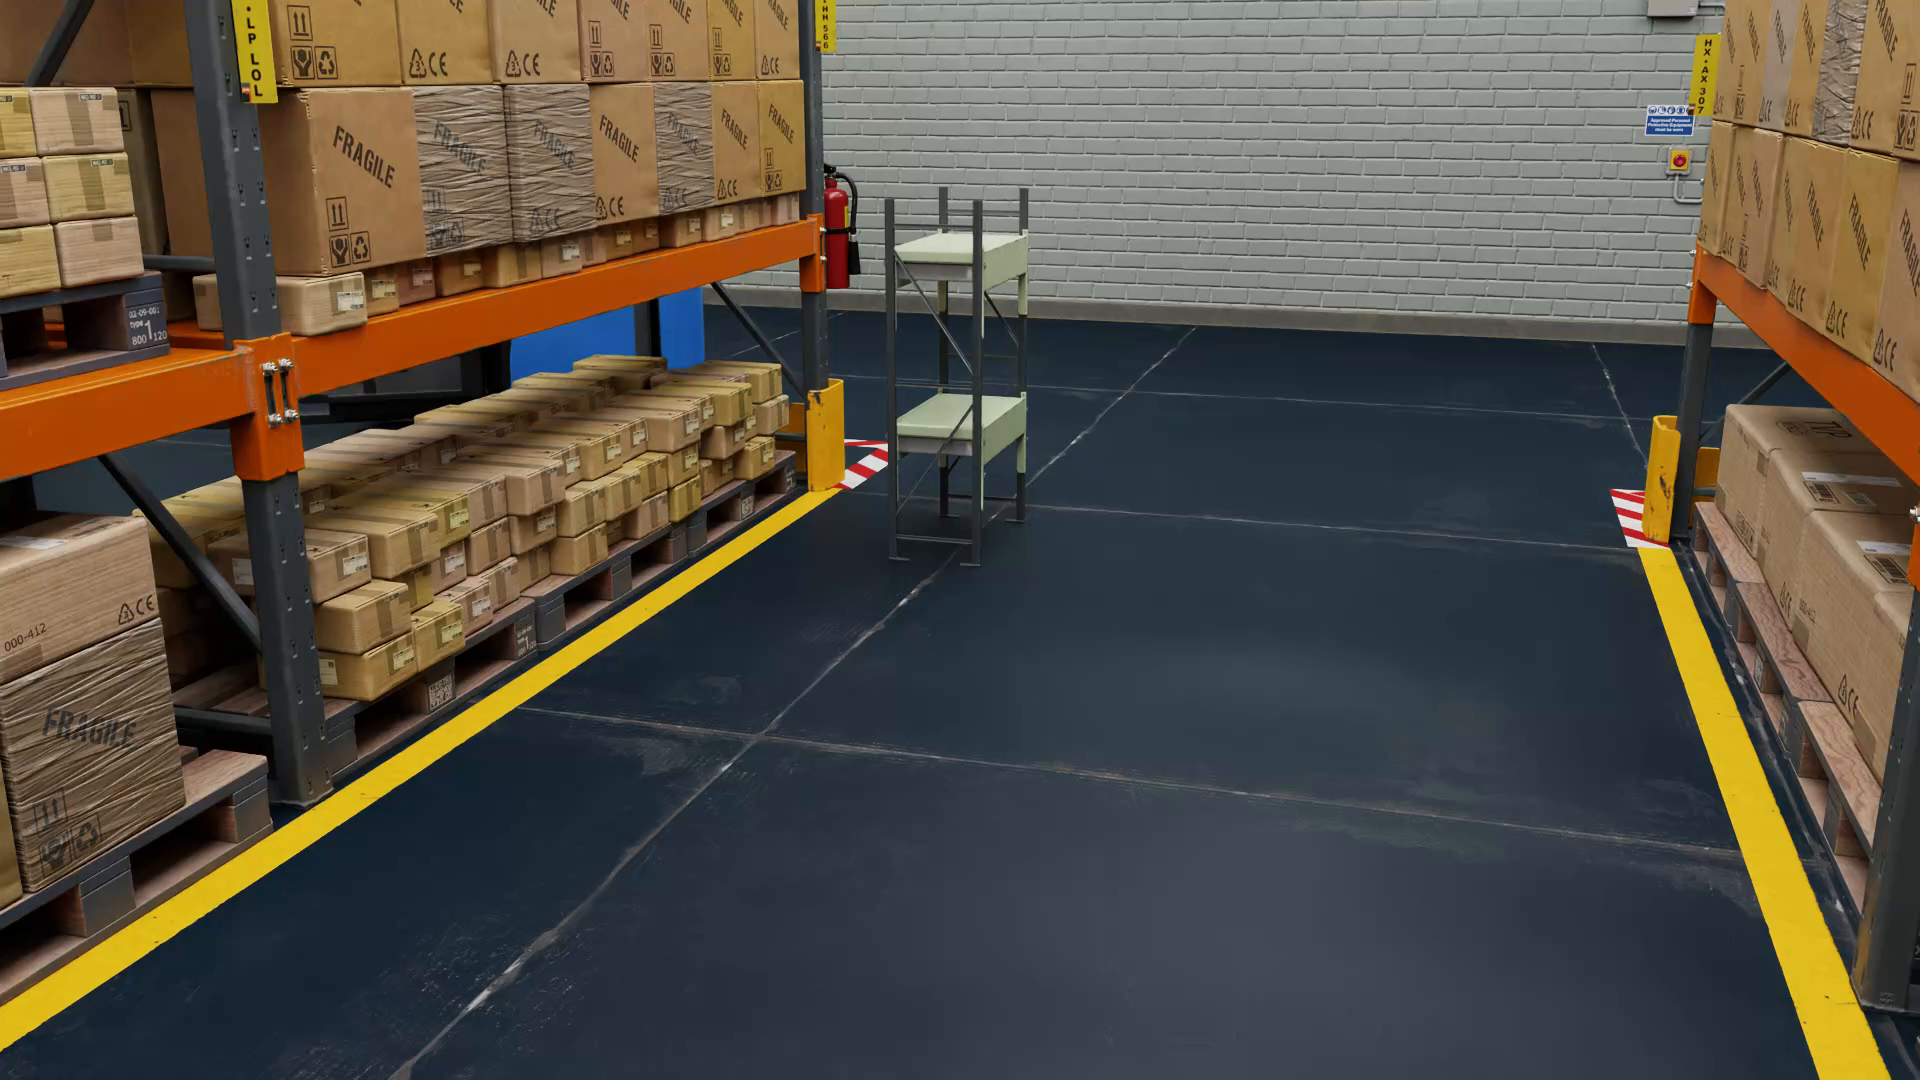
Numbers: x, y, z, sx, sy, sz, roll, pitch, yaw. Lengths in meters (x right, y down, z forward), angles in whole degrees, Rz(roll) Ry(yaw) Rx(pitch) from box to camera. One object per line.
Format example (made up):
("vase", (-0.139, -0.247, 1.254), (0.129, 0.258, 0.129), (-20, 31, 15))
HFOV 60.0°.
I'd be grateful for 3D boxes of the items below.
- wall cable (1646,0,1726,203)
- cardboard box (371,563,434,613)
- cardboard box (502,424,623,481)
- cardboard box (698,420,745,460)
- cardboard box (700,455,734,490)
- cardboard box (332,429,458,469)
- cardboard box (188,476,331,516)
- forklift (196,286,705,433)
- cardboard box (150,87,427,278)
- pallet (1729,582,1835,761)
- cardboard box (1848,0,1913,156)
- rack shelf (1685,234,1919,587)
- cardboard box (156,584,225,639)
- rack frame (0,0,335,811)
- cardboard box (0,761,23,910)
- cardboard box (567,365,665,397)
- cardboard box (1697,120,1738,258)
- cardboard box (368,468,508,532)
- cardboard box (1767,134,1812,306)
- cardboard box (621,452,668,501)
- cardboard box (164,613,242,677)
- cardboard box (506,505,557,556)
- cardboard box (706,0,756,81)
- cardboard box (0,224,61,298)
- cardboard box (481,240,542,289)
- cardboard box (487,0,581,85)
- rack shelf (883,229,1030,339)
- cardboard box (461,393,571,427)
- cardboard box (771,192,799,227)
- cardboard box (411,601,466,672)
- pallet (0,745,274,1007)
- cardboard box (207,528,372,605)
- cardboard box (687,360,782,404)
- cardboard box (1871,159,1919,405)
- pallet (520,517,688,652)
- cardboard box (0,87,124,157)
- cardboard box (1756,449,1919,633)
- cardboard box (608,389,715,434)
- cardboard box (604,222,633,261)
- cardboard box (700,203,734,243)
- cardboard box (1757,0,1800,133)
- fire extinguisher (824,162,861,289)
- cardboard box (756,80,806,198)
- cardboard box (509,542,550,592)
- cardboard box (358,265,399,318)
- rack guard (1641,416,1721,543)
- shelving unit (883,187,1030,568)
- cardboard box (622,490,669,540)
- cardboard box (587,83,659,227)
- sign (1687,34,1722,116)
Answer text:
("wall cable", (5.201, -3.410, 11.934), (0.585, 1.953, 0.123), (5, 16, 16))
("cardboard box", (-1.895, 0.144, 5.236), (0.380, 0.149, 0.250), (5, 17, 16))
("cardboard box", (-1.525, -0.337, 6.386), (0.380, 0.149, 0.250), (5, 17, 16))
("cardboard box", (-1.176, -0.463, 7.376), (0.380, 0.149, 0.250), (4, 16, 14))
("cardboard box", (-1.237, -0.325, 7.433), (0.380, 0.149, 0.250), (5, 16, 16))
("cardboard box", (-2.139, -0.316, 6.313), (0.380, 0.149, 0.250), (4, 16, 14))
("cardboard box", (-2.340, -0.105, 5.568), (0.380, 0.149, 0.250), (4, 16, 15))
("forklift", (-2.978, -1.987, 8.962), (3.031, 2.935, 1.130), (-4, 16, -15))
("cardboard box", (-1.908, -1.041, 4.773), (0.500, 0.500, 0.500), (4, 16, 15))
("pallet", (3.120, 0.446, 5.369), (1.003, 0.211, 1.213), (5, 16, 16))
("cardboard box", (2.506, -1.188, 4.006), (0.500, 0.500, 0.500), (4, 16, 15))
("rack shelf", (3.053, -0.559, 5.122), (1.077, 0.370, 4.000), (5, 16, 16))
("cardboard box", (-2.506, 0.180, 5.108), (0.380, 0.149, 0.250), (5, 17, 17))
("rack frame", (-2.290, -0.740, 4.440), (1.000, 3.000, 0.127), (5, 16, 16))
("cardboard box", (-2.405, 0.608, 3.499), (0.500, 0.500, 0.500), (4, 16, 15))
("cardboard box", (-1.591, -0.711, 7.702), (0.380, 0.149, 0.250), (5, 17, 17))
("cardboard box", (3.209, -1.373, 6.491), (0.500, 0.500, 0.500), (4, 16, 15))
("cardboard box", (-1.782, -0.138, 5.683), (0.380, 0.149, 0.250), (4, 16, 14))
("cardboard box", (2.804, -0.975, 5.086), (0.500, 0.500, 0.500), (5, 17, 18))
("cardboard box", (-1.401, -0.261, 6.663), (0.380, 0.149, 0.250), (5, 17, 19))
("cardboard box", (-2.506, 0.301, 5.226), (0.380, 0.149, 0.250), (5, 17, 17))
("cardboard box", (-1.680, -0.063, 5.966), (0.380, 0.149, 0.250), (5, 17, 18))
("cardboard box", (-1.189, -2.187, 6.981), (0.500, 0.500, 0.500), (4, 16, 14))
("cardboard box", (-2.286, -0.633, 3.756), (0.380, 0.149, 0.250), (5, 17, 16))
("cardboard box", (-1.651, -0.946, 5.628), (0.380, 0.149, 0.250), (5, 17, 17))
("cardboard box", (-1.623, -1.777, 5.537), (0.500, 0.500, 0.500), (5, 17, 17))
("rack shelf", (-0.002, -1.095, 7.012), (0.431, 0.370, 0.720), (5, 16, 16))
("cardboard box", (-1.865, -0.511, 7.000), (0.380, 0.149, 0.250), (5, 17, 18))
("cardboard box", (-0.975, -1.558, 7.785), (0.380, 0.149, 0.250), (5, 16, 16))
("cardboard box", (-1.803, 0.290, 5.265), (0.380, 0.149, 0.250), (5, 17, 18))
("pallet", (-2.510, 0.806, 4.102), (1.003, 0.211, 1.213), (5, 16, 16))
("cardboard box", (-1.994, 0.070, 4.951), (0.380, 0.149, 0.250), (5, 17, 18))
("cardboard box", (-1.061, -0.745, 7.822), (0.380, 0.149, 0.250), (5, 17, 17))
("cardboard box", (2.371, -0.571, 3.664), (0.500, 0.500, 0.500), (5, 17, 16))
("pallet", (-1.789, 0.103, 6.578), (1.003, 0.211, 1.213), (5, 16, 16))
("cardboard box", (-2.217, -0.987, 3.912), (0.380, 0.149, 0.250), (5, 17, 18))
("cardboard box", (3.277, 0.022, 5.679), (0.875, 0.438, 0.875), (5, 17, 17))
("cardboard box", (-1.274, -0.543, 7.111), (0.380, 0.149, 0.250), (4, 16, 14))
("cardboard box", (-1.485, -1.157, 6.372), (0.380, 0.149, 0.250), (5, 17, 17))
("cardboard box", (-1.189, -1.360, 7.089), (0.380, 0.149, 0.250), (5, 17, 17))
("cardboard box", (2.933, -1.583, 5.399), (0.500, 0.500, 0.500), (4, 16, 15))
("fire extinguisher", (-0.640, -1.600, 8.297), (0.296, 0.674, 0.183), (5, 16, 16))
("cardboard box", (-1.035, -1.840, 7.590), (0.500, 0.500, 0.500), (5, 17, 17))
("cardboard box", (-1.715, 0.078, 6.014), (0.380, 0.149, 0.250), (4, 16, 13))
("cardboard box", (-1.894, -0.741, 4.904), (0.380, 0.149, 0.250), (5, 17, 17))
("rack guard", (3.628, -0.232, 7.232), (1.175, 0.500, 0.348), (5, 16, 16))
("shelving unit", (-0.002, -0.720, 7.119), (0.431, 1.500, 0.755), (5, 16, 16))
("cardboard box", (-1.404, -0.118, 6.703), (0.380, 0.149, 0.250), (5, 17, 17))
("cardboard box", (-1.472, -1.442, 6.189), (0.500, 0.500, 0.500), (5, 17, 19))
("sign", (3.091, -1.928, 6.897), (0.100, 0.325, 0.005), (5, 16, 16))
